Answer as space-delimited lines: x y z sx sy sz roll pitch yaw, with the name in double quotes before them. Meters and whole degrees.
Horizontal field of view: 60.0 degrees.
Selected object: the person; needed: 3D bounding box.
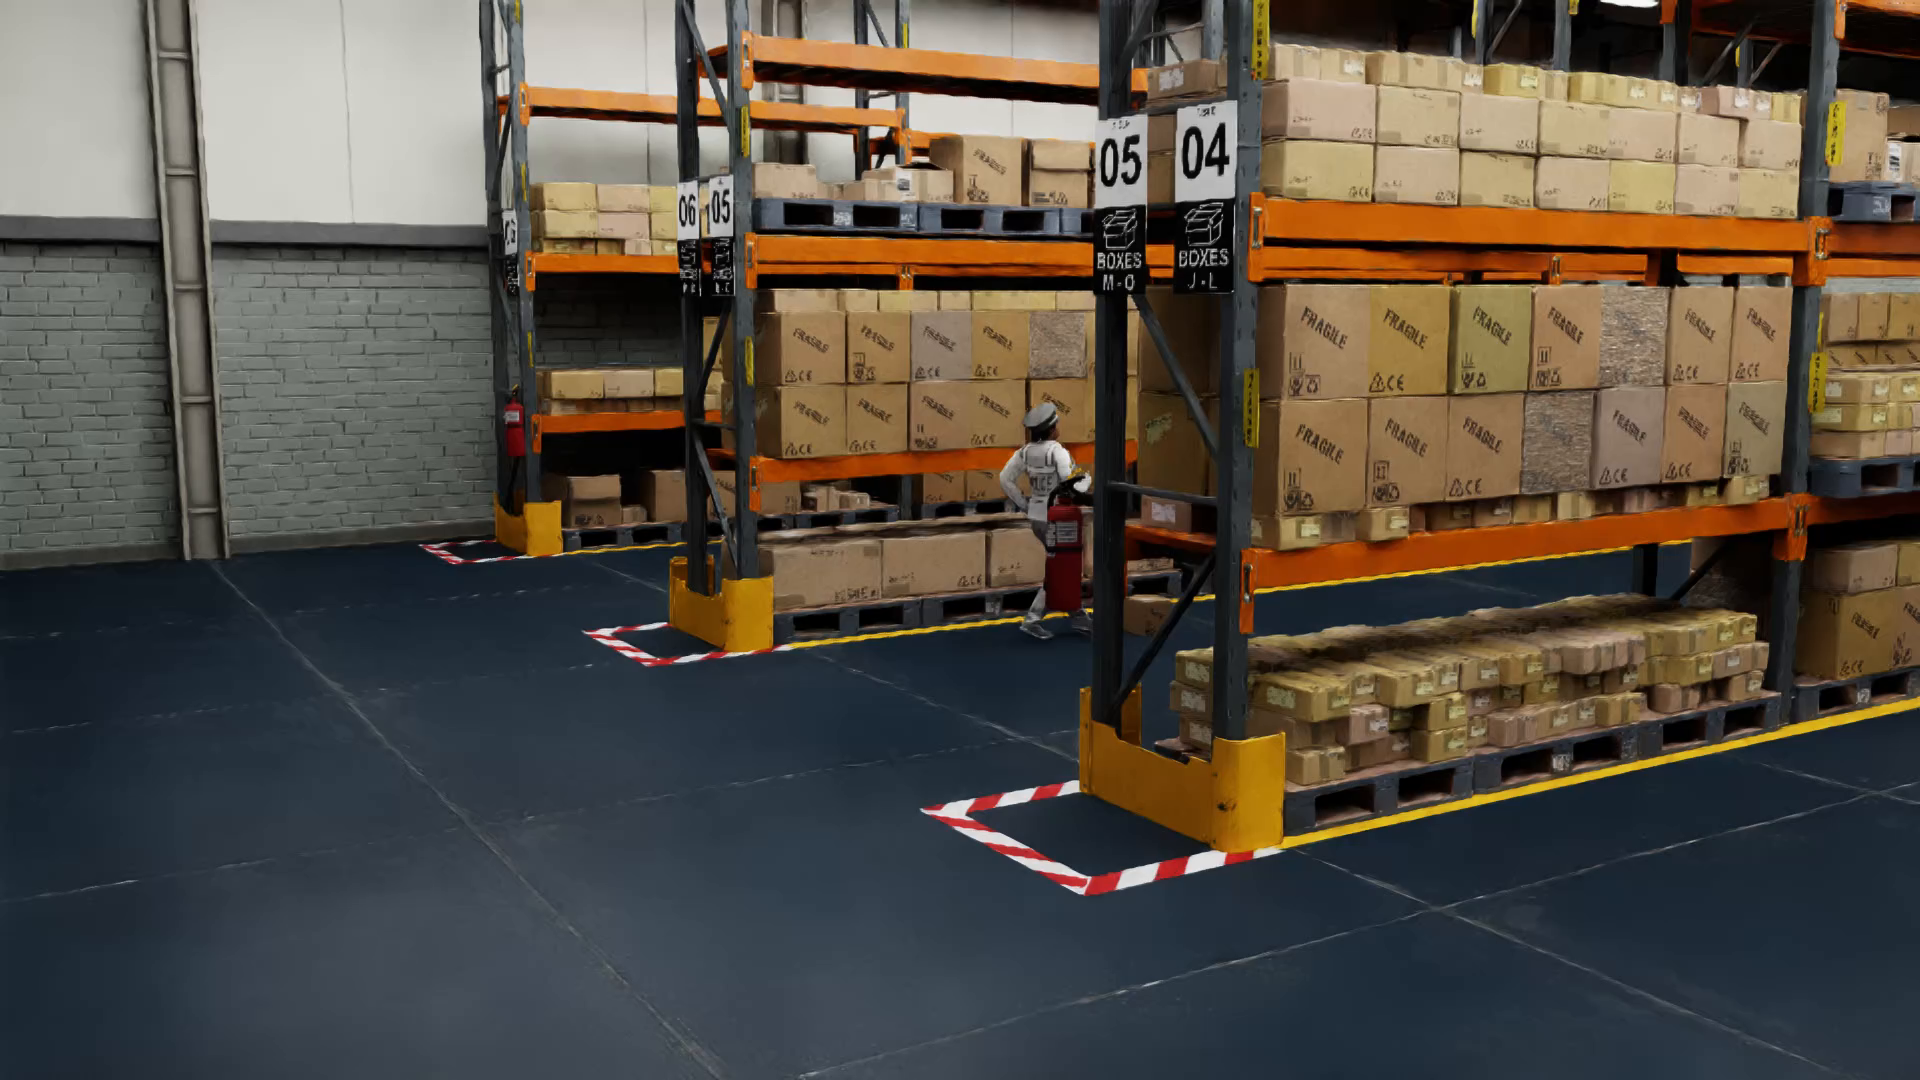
"person" 0.739 -0.137 11.672 0.781 1.678 0.578 -4 9 -28
